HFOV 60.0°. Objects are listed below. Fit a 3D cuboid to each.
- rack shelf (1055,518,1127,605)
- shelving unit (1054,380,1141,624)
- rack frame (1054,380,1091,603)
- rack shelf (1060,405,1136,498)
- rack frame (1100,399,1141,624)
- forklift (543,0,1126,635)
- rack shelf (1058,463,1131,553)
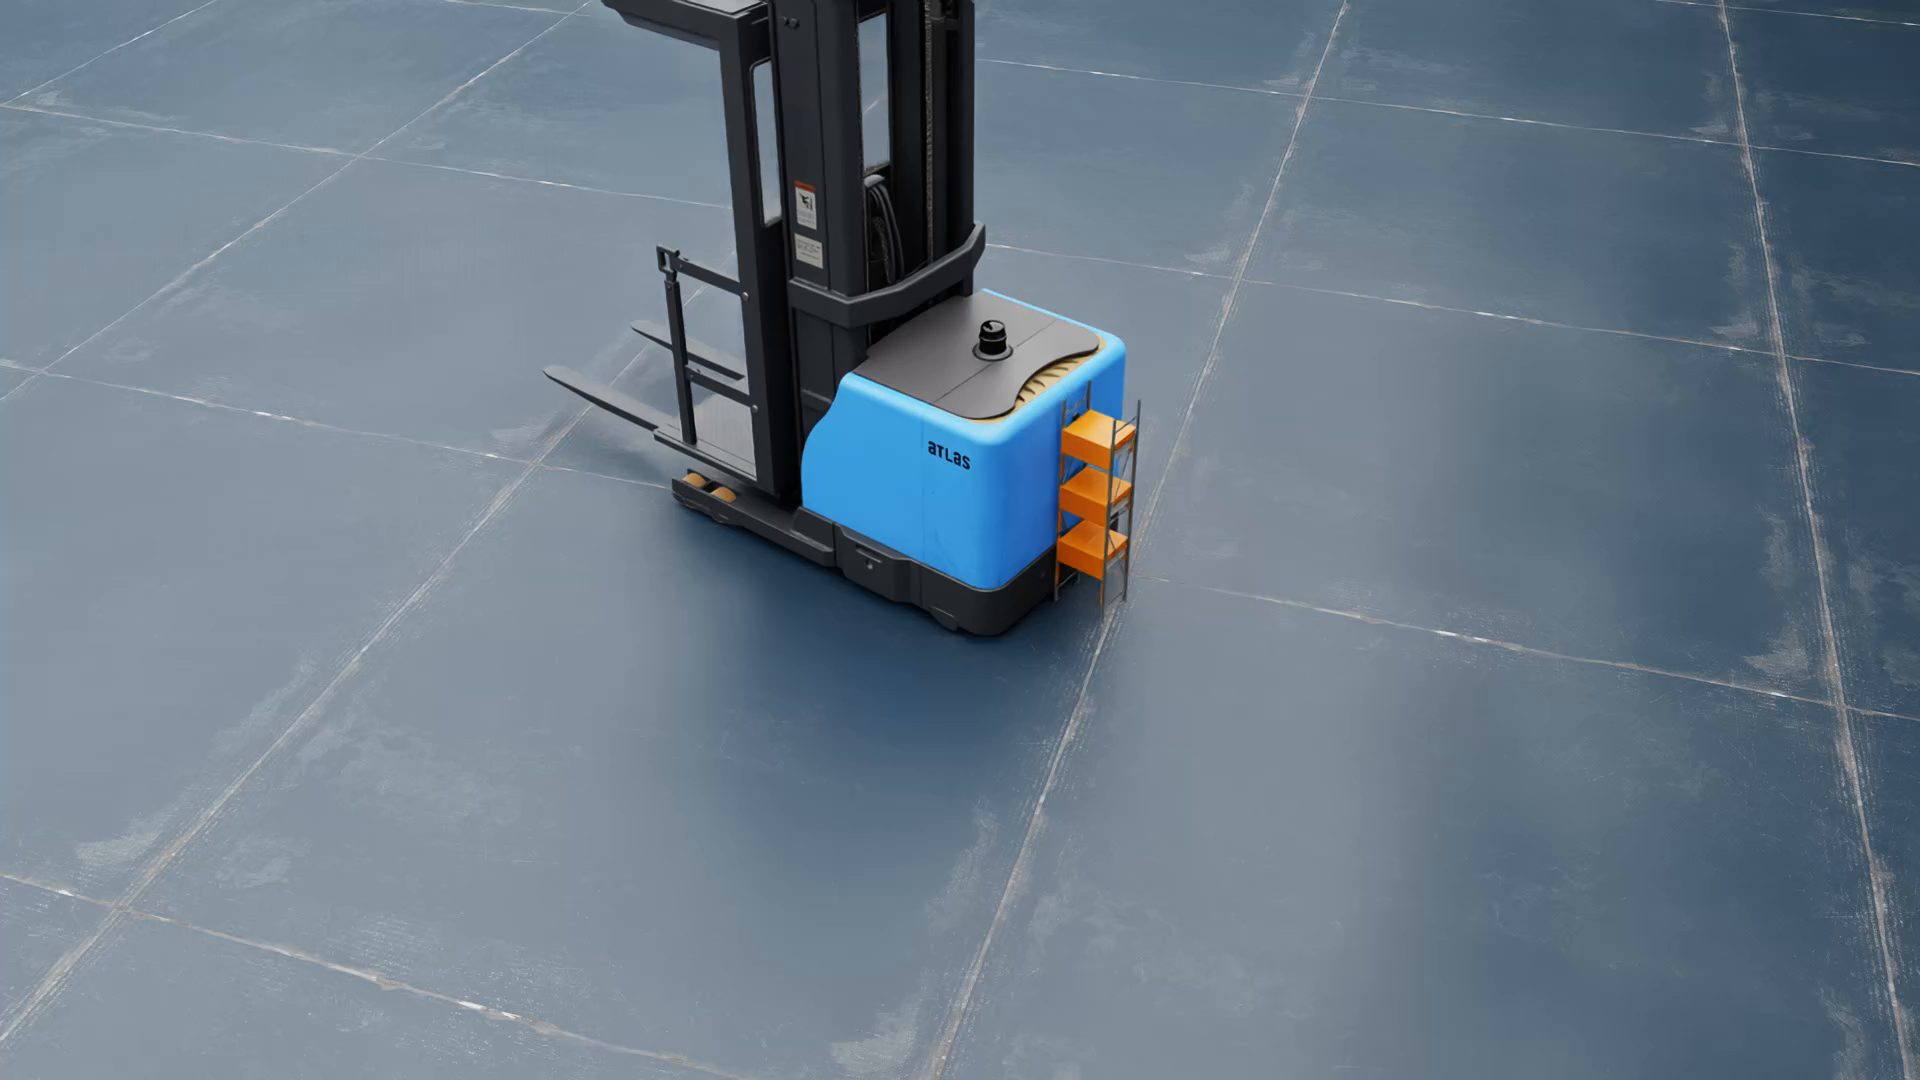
[{"bbox_3d":[0.577,0.084,7.237,0.240,0.259,0.215,25,43,29],"label":"rack shelf"},{"bbox_3d":[0.577,-0.148,7.066,0.252,1.050,0.215,25,43,29],"label":"shelving unit"},{"bbox_3d":[0.480,-0.192,7.125,0.008,1.050,0.200,25,43,29],"label":"rack frame"},{"bbox_3d":[0.577,-0.368,6.904,0.240,0.259,0.215,25,43,29],"label":"rack shelf"},{"bbox_3d":[0.673,-0.104,7.006,0.008,1.050,0.200,25,43,29],"label":"rack frame"},{"bbox_3d":[-0.748,-1.484,7.294,3.031,2.935,1.130,25,43,29],"label":"forklift"},{"bbox_3d":[0.577,-0.140,7.072,0.240,0.259,0.215,25,43,29],"label":"rack shelf"}]
